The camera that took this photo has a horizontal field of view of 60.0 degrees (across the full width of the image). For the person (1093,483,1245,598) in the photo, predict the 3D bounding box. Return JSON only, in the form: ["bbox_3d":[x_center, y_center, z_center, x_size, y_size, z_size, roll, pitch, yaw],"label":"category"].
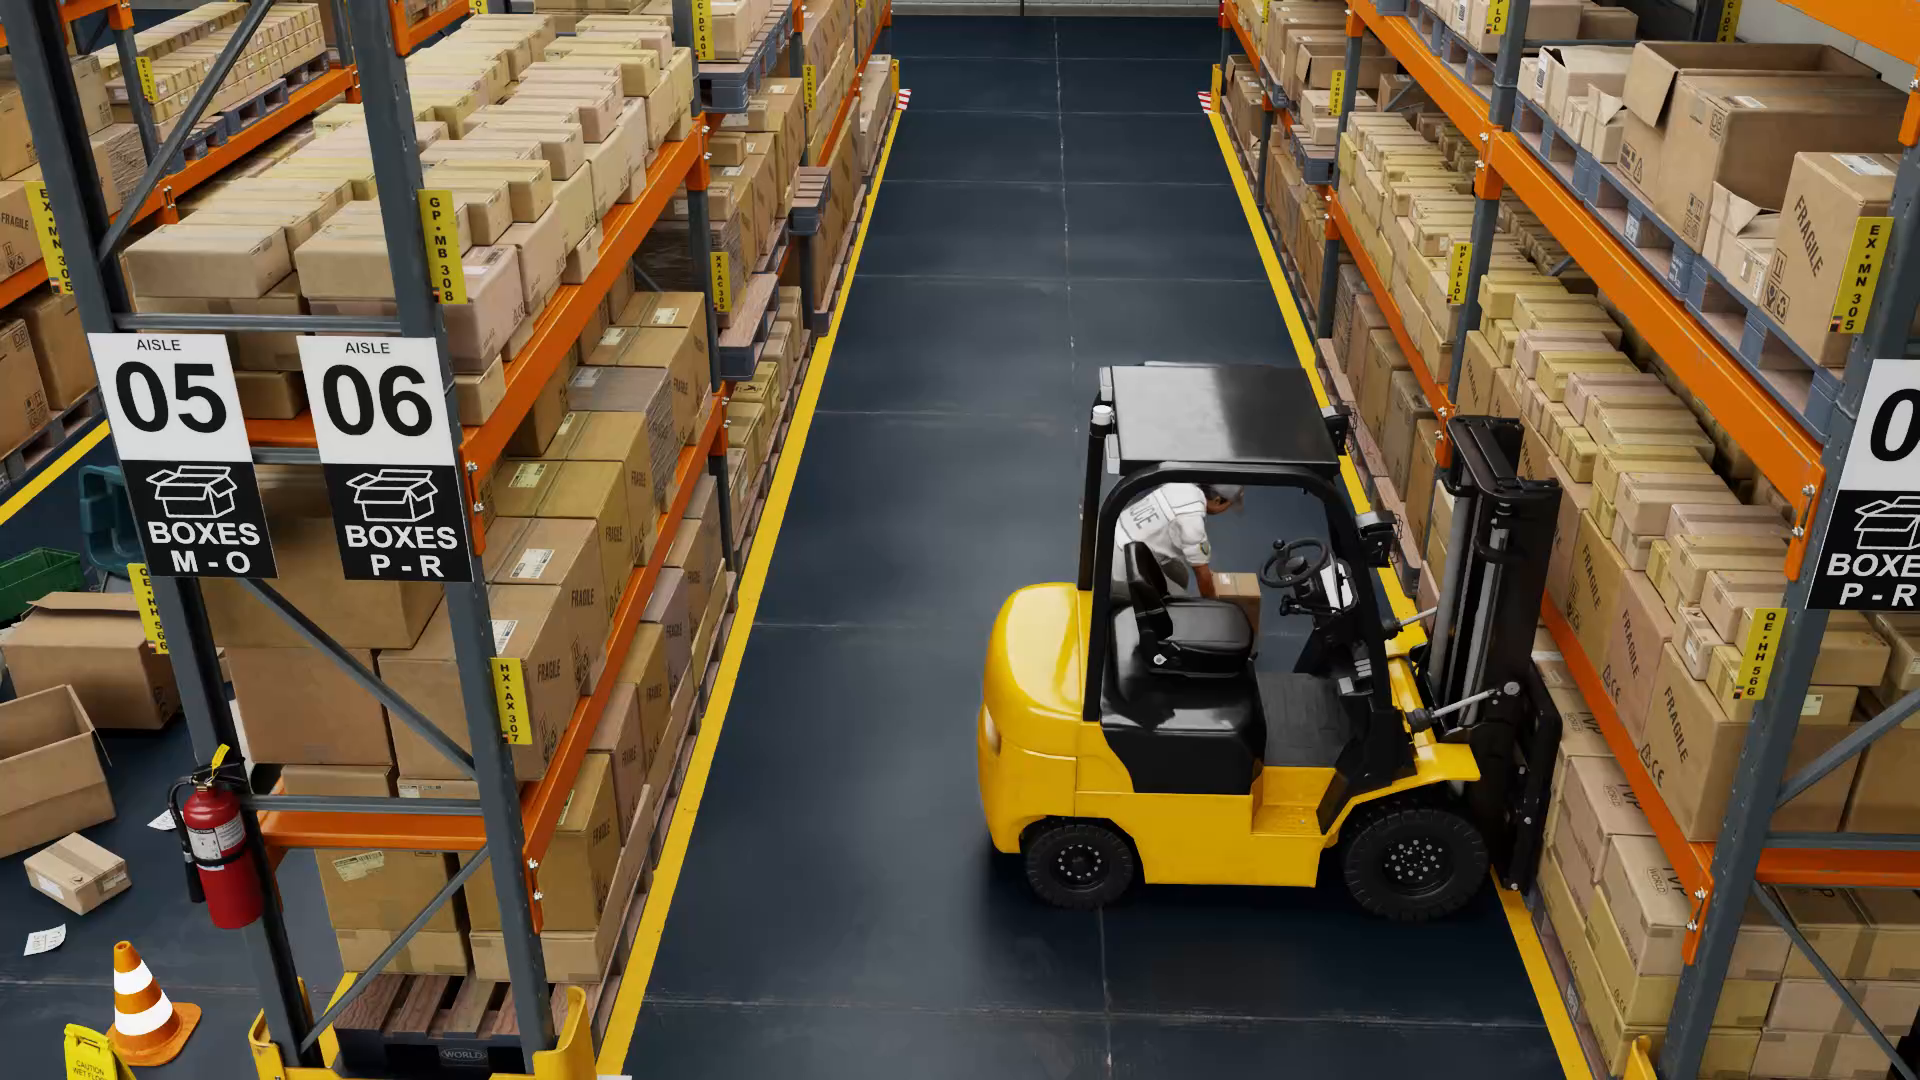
[{"bbox_3d":[1.100,0.134,8.967,0.827,1.108,0.537,1,28,2],"label":"person"}]
